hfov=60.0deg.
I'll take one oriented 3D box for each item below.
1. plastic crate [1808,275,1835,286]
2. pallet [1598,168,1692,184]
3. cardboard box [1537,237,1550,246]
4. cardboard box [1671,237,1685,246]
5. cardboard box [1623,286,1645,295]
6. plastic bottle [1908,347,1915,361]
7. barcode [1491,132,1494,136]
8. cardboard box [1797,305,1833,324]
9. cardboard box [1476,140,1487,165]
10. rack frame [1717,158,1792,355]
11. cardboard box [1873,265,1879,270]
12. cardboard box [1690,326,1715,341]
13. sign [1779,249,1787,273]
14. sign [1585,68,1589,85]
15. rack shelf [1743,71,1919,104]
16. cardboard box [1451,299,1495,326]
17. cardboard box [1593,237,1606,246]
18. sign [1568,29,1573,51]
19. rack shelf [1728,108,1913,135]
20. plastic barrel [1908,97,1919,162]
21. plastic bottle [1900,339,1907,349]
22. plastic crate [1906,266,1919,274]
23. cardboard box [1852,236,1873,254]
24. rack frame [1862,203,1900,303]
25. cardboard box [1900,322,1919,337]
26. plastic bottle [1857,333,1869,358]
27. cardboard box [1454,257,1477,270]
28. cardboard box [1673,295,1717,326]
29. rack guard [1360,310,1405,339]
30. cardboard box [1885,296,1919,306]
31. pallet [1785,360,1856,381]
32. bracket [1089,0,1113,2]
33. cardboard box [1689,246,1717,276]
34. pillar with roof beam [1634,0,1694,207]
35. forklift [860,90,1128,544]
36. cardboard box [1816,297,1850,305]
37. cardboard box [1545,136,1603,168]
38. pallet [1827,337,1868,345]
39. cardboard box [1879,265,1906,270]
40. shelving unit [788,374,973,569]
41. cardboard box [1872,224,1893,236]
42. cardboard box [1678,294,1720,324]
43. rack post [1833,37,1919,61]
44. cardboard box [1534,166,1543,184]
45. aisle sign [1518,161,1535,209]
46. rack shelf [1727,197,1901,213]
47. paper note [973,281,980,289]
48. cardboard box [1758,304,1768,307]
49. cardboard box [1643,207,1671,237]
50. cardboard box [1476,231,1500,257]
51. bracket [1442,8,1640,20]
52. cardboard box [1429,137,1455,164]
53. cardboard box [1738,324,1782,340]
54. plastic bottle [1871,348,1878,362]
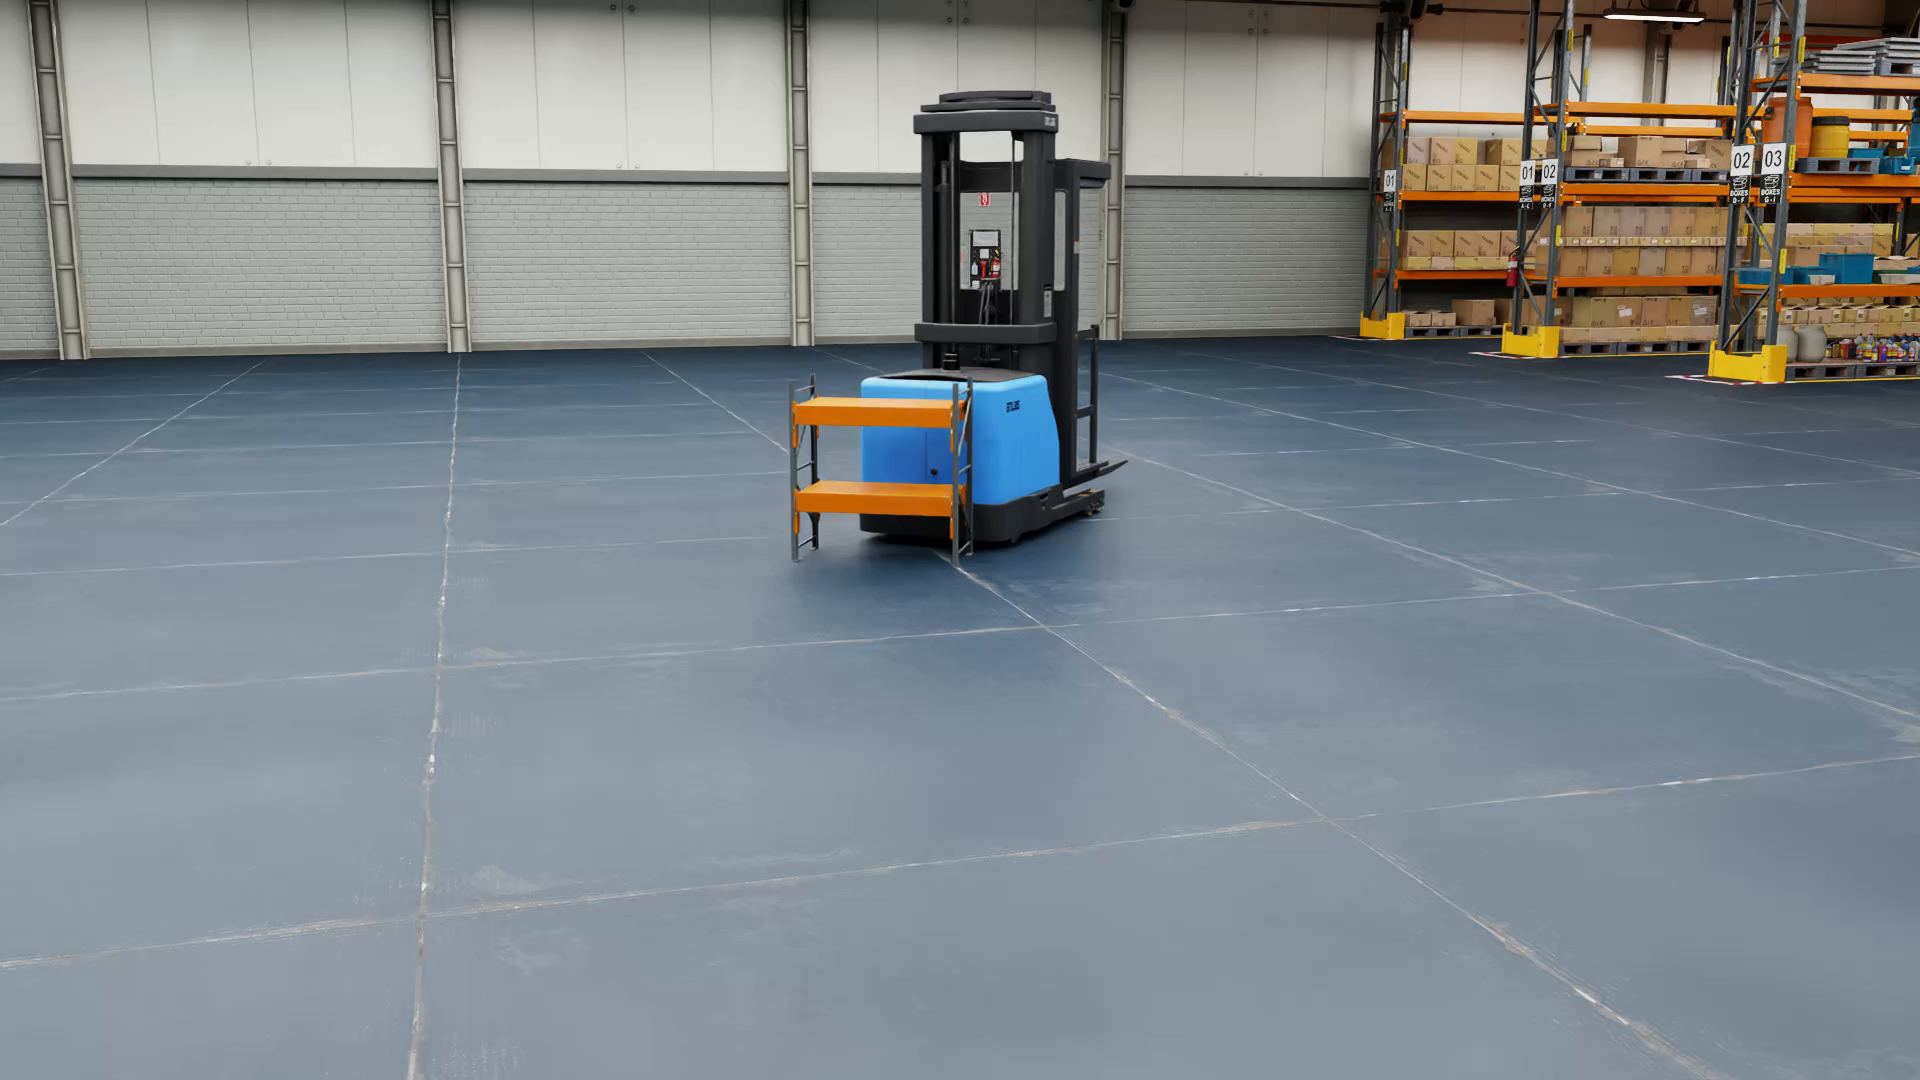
[{"bbox_3d":[11.931,-3.593,23.005,0.250,0.136,0.298,-3,11,-16],"label":"plastic crate"},{"bbox_3d":[11.460,-6.120,27.962,1.213,0.211,1.003,-3,11,-16],"label":"pallet"},{"bbox_3d":[9.914,-5.015,27.934,0.250,0.149,0.380,-3,11,-17],"label":"cardboard box"},{"bbox_3d":[12.021,-5.050,28.124,0.250,0.149,0.380,-3,11,-14],"label":"cardboard box"},{"bbox_3d":[13.676,-5.103,34.101,0.500,0.250,0.500,-3,11,-18],"label":"cardboard box"},{"bbox_3d":[13.527,-2.648,23.662,0.097,0.201,0.097,0,10,0],"label":"plastic bottle"},{"bbox_3d":[10.598,-8.071,33.074,0.075,0.075,0.001,-3,11,-16],"label":"barcode"},{"bbox_3d":[14.886,-3.955,29.131,0.500,0.311,0.500,-3,11,-18],"label":"cardboard box"},{"bbox_3d":[10.039,-7.623,32.792,0.500,0.500,0.500,-3,11,-16],"label":"cardboard box"},{"bbox_3d":[10.982,-3.733,23.039,0.127,3.000,1.000,-3,11,-16],"label":"rack frame"},{"bbox_3d":[16.073,-4.801,29.535,0.250,0.149,0.380,-2,11,-12],"label":"cardboard box"},{"bbox_3d":[12.574,-3.566,28.566,0.500,0.250,0.500,-3,11,-16],"label":"cardboard box"},{"bbox_3d":[11.131,-3.773,22.493,0.005,0.325,0.100,-3,11,-16],"label":"sign"},{"bbox_3d":[12.187,-9.011,32.341,0.005,0.325,0.100,-3,11,-16],"label":"sign"},{"bbox_3d":[12.902,-6.234,23.147,4.000,0.370,1.077,-3,11,-16],"label":"rack shelf"},{"bbox_3d":[10.168,-4.519,32.997,0.500,0.500,0.700,-4,11,-20],"label":"cardboard box"},{"bbox_3d":[10.530,-4.971,27.696,0.250,0.149,0.380,-3,11,-16],"label":"cardboard box"},{"bbox_3d":[9.750,-7.985,26.549,0.005,0.325,0.100,-3,11,-16],"label":"sign"},{"bbox_3d":[15.362,-7.298,28.925,4.000,0.370,1.077,-3,11,-16],"label":"rack shelf"},{"bbox_3d":[13.837,-5.832,23.611,0.708,0.901,0.600,-3,11,-16],"label":"plastic barrel"},{"bbox_3d":[13.826,-2.813,24.362,0.097,0.271,0.097,0,10,0],"label":"plastic bottle"},{"bbox_3d":[13.835,-3.759,23.591,0.616,0.251,0.499,-3,11,-16],"label":"plastic crate"},{"bbox_3d":[18.874,-6.173,35.140,0.500,0.500,0.500,-3,11,-15],"label":"cardboard box"},{"bbox_3d":[19.734,-6.062,35.692,0.127,3.000,1.000,-3,11,-16],"label":"rack frame"},{"bbox_3d":[16.845,-3.784,29.752,0.500,0.250,0.500,-3,11,-15],"label":"cardboard box"},{"bbox_3d":[13.163,-2.840,24.288,0.185,0.351,0.144,-3,11,-14],"label":"plastic bottle"},{"bbox_3d":[9.755,-5.414,32.530,0.500,0.250,0.500,-3,11,-17],"label":"cardboard box"},{"bbox_3d":[12.574,-3.935,28.499,0.500,0.500,0.500,-3,11,-16],"label":"cardboard box"},{"bbox_3d":[8.286,-4.230,32.641,0.348,0.500,1.175,-3,11,-16],"label":"rack guard"},{"bbox_3d":[20.481,-5.060,35.989,0.500,0.500,0.700,-3,11,-15],"label":"cardboard box"},{"bbox_3d":[11.823,-2.414,23.575,1.213,0.211,1.003,-3,11,-16],"label":"pallet"},{"bbox_3d":[2.583,-9.975,30.435,0.430,0.232,0.235,-3,11,-16],"label":"bracket"},{"bbox_3d":[12.512,-4.794,28.529,0.500,0.500,0.700,-3,11,-17],"label":"cardboard box"},{"bbox_3d":[15.607,-8.147,30.444,0.548,9.000,9.100,-3,11,-16],"label":"pillar with roof beam"},{"bbox_3d":[0.409,-1.641,11.864,1.130,2.935,3.031,5,11,24],"label":"forklift"},{"bbox_3d":[18.294,-5.111,35.300,0.750,0.750,0.750,-3,11,-14],"label":"cardboard box"},{"bbox_3d":[10.154,-6.424,27.539,0.637,0.503,0.797,-2,11,-12],"label":"cardboard box"},{"bbox_3d":[15.311,-3.532,29.647,1.213,0.211,1.003,-3,11,-16],"label":"pallet"},{"bbox_3d":[16.496,-4.782,29.431,0.250,0.149,0.380,-3,11,-16],"label":"cardboard box"},{"bbox_3d":[-0.481,-0.443,10.344,1.048,1.125,0.538,2,11,11],"label":"shelving unit"},{"bbox_3d":[19.357,-6.568,35.217,0.500,0.250,0.500,-3,11,-15],"label":"cardboard box"},{"bbox_3d":[12.909,-4.051,29.128,0.500,0.500,0.500,-3,11,-16],"label":"cardboard box"},{"bbox_3d":[12.833,-6.750,23.065,0.954,0.300,0.937,-3,11,-17],"label":"rack post"},{"bbox_3d":[11.148,-7.100,32.712,0.500,0.500,0.500,-4,11,-21],"label":"cardboard box"},{"bbox_3d":[9.456,-5.920,27.741,0.004,0.787,0.394,-3,11,-16],"label":"aisle sign"},{"bbox_3d":[17.814,-7.083,34.936,4.000,0.370,1.077,-3,11,-16],"label":"rack shelf"},{"bbox_3d":[0.309,-4.789,31.207,0.142,0.148,0.016,-3,11,-16],"label":"paper note"},{"bbox_3d":[14.248,-4.024,29.508,0.500,0.311,0.500,-3,11,-14],"label":"cardboard box"},{"bbox_3d":[11.571,-5.384,28.148,0.500,0.500,0.700,-3,11,-16],"label":"cardboard box"},{"bbox_3d":[10.222,-5.808,32.601,0.500,0.500,0.500,-3,11,-14],"label":"cardboard box"},{"bbox_3d":[11.614,-10.451,33.021,4.783,0.066,0.076,-3,11,-16],"label":"bracket"},{"bbox_3d":[9.146,-7.475,31.987,0.500,0.500,0.500,-3,11,-17],"label":"cardboard box"},{"bbox_3d":[13.898,-3.628,28.904,0.500,0.250,0.500,-3,11,-17],"label":"cardboard box"},{"bbox_3d":[12.909,-2.616,23.485,0.097,0.201,0.097,0,10,0],"label":"plastic bottle"}]
